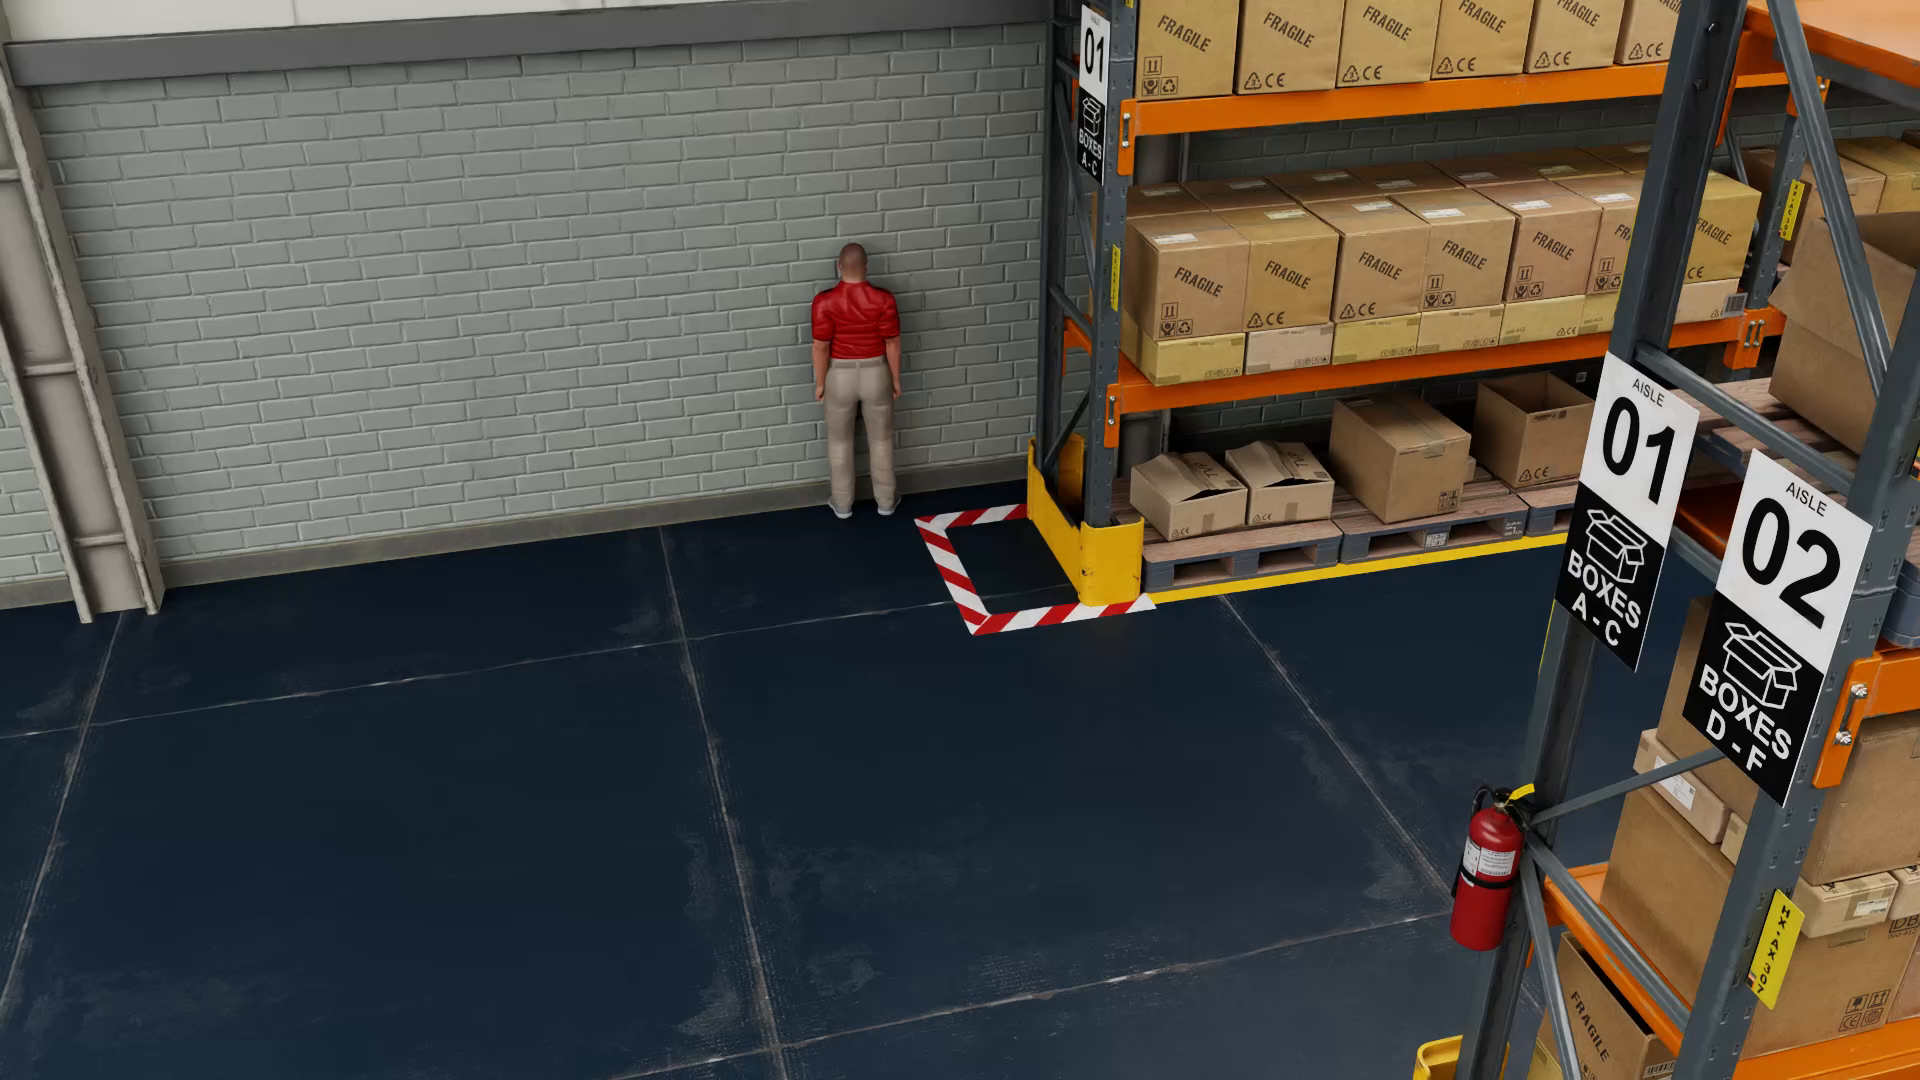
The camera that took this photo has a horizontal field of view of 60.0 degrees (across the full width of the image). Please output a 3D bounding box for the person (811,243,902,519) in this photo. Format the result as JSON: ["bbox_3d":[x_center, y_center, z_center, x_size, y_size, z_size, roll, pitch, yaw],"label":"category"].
[{"bbox_3d":[-0.608,-0.948,9.891,0.525,1.731,0.364,-3,30,-6],"label":"person"}]
